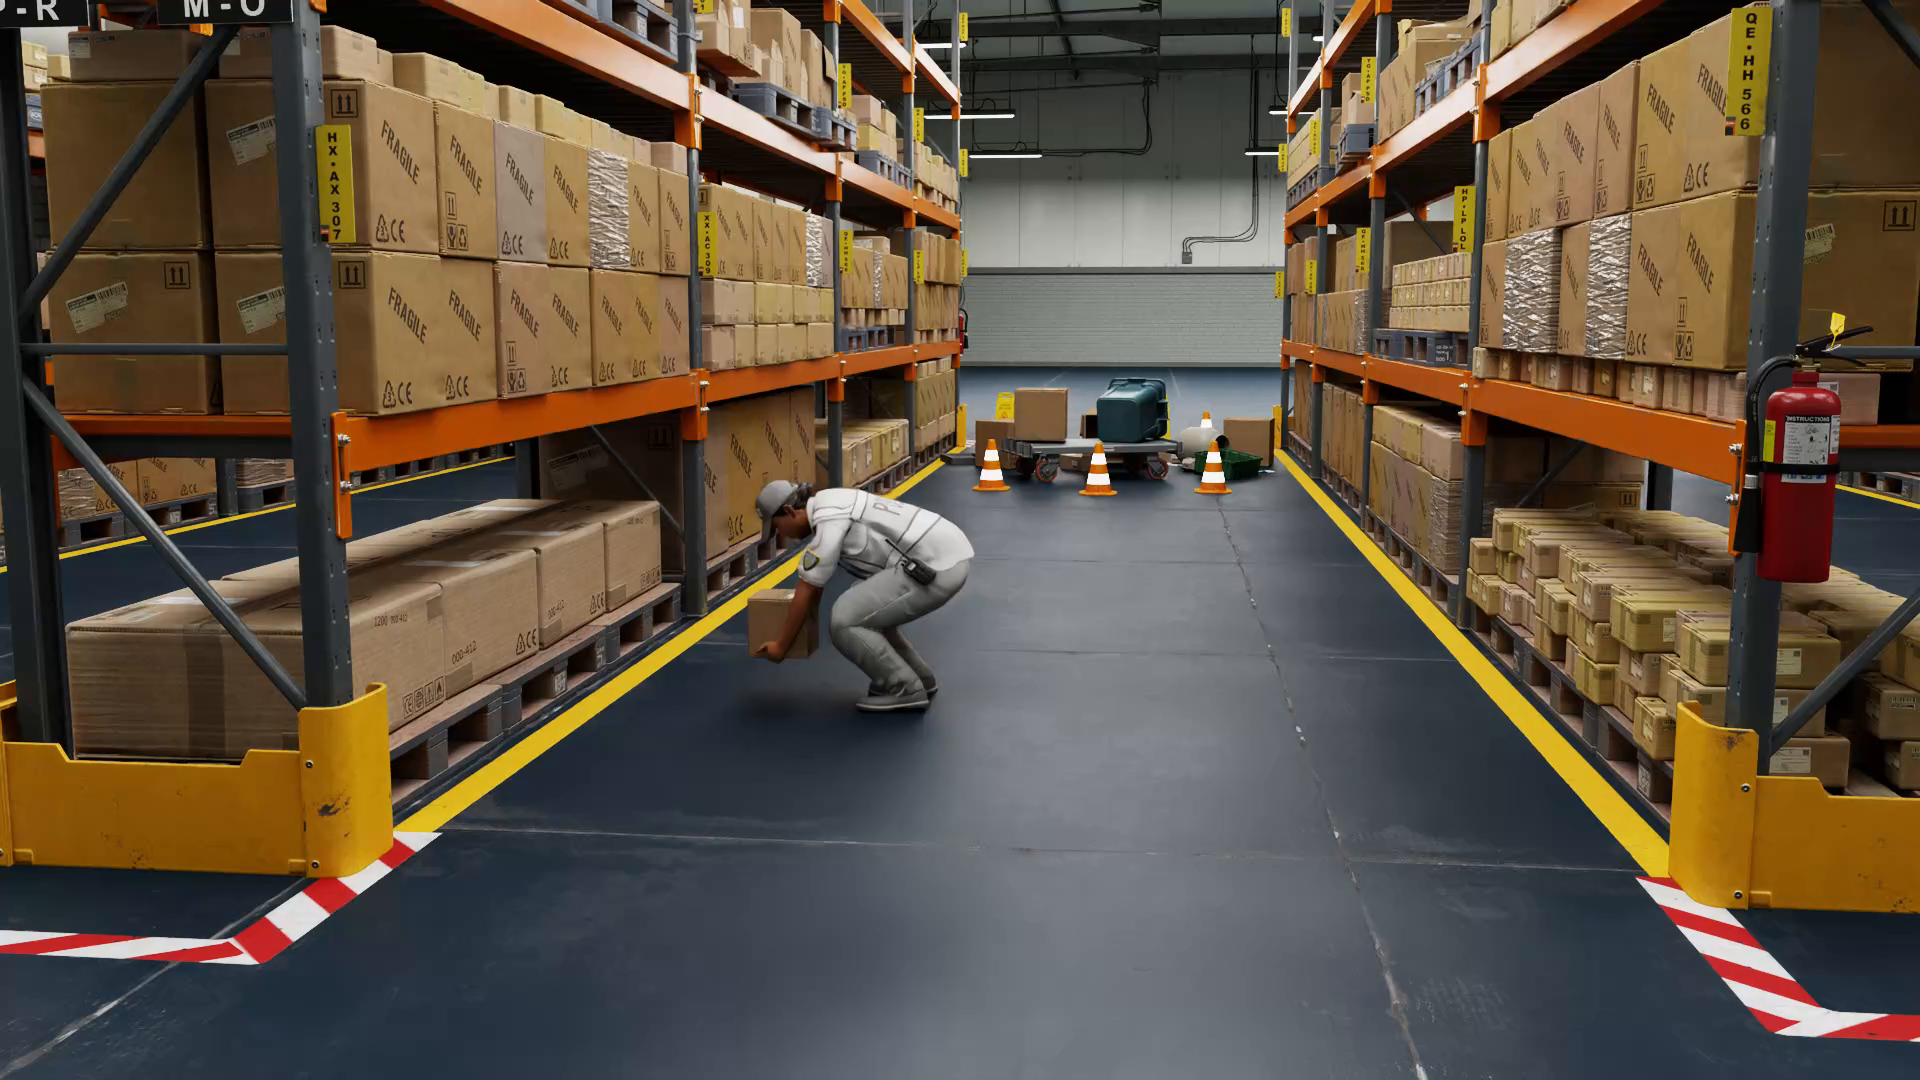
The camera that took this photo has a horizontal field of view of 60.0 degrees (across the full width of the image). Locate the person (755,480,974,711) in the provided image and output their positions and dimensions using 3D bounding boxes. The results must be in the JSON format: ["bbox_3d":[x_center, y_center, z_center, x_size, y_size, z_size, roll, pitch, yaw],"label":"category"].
[{"bbox_3d":[-0.394,0.218,6.917,0.902,0.940,0.517,1,8,4],"label":"person"}]
